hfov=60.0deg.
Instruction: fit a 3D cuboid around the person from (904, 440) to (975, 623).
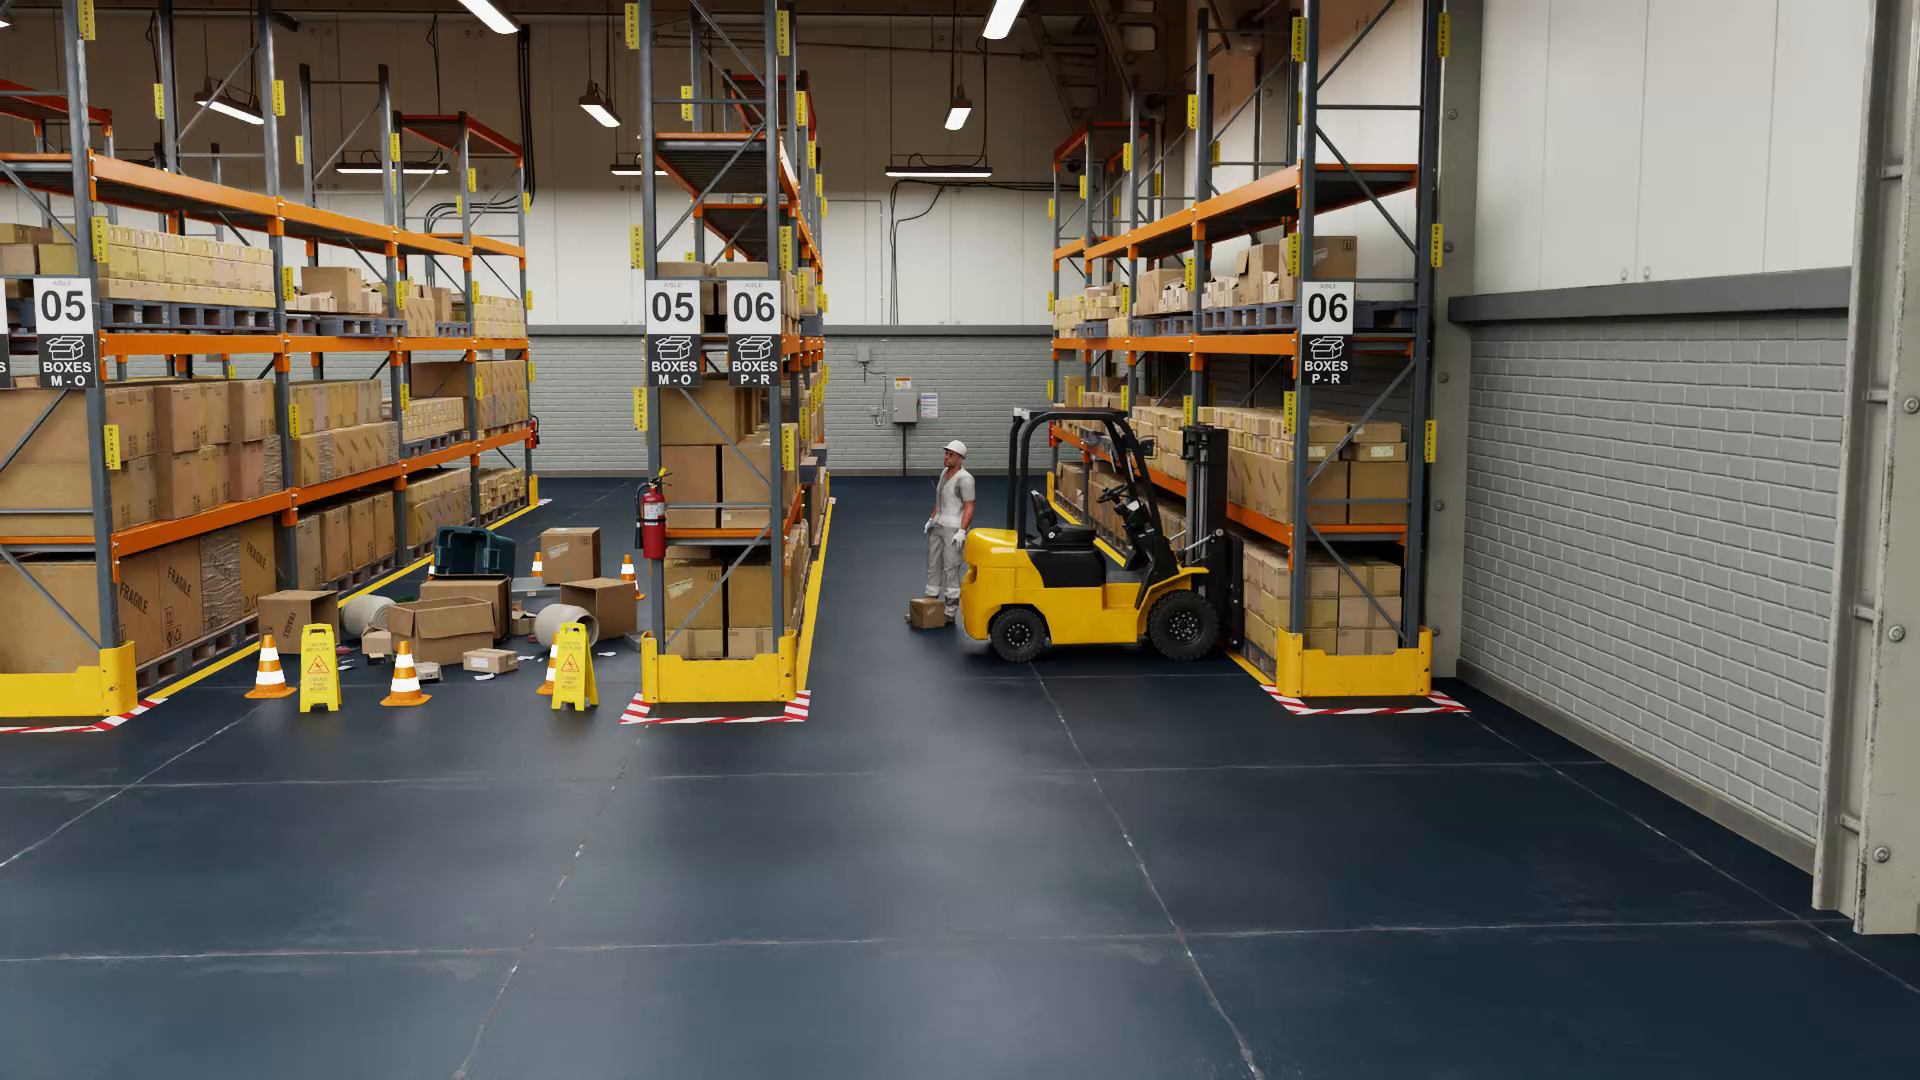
[{"bbox_3d":[-0.176,-0.077,16.209,0.565,1.787,0.638,-4,8,-33],"label":"person"}]
